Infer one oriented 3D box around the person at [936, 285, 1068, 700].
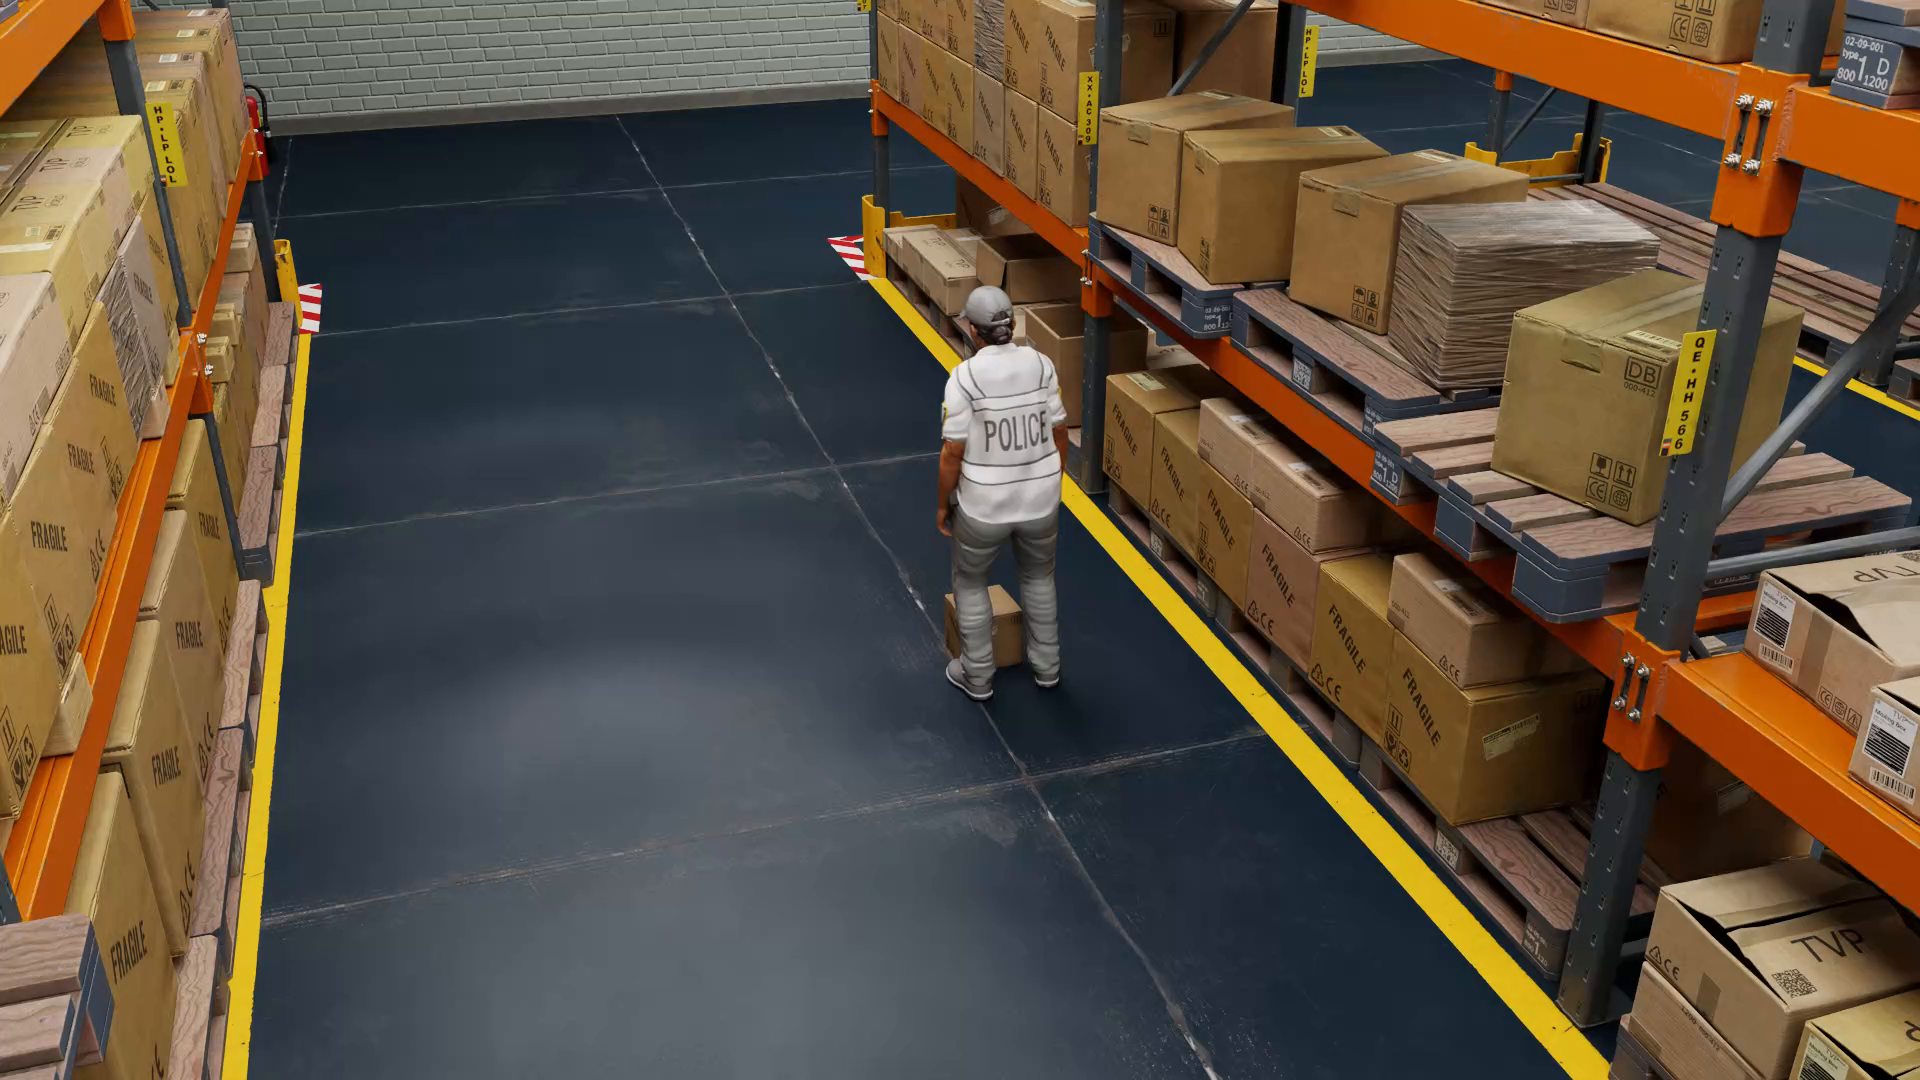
[{"bbox_3d":[0.165,-0.170,6.449,0.561,1.665,0.458,-9,28,-18],"label":"person"}]
